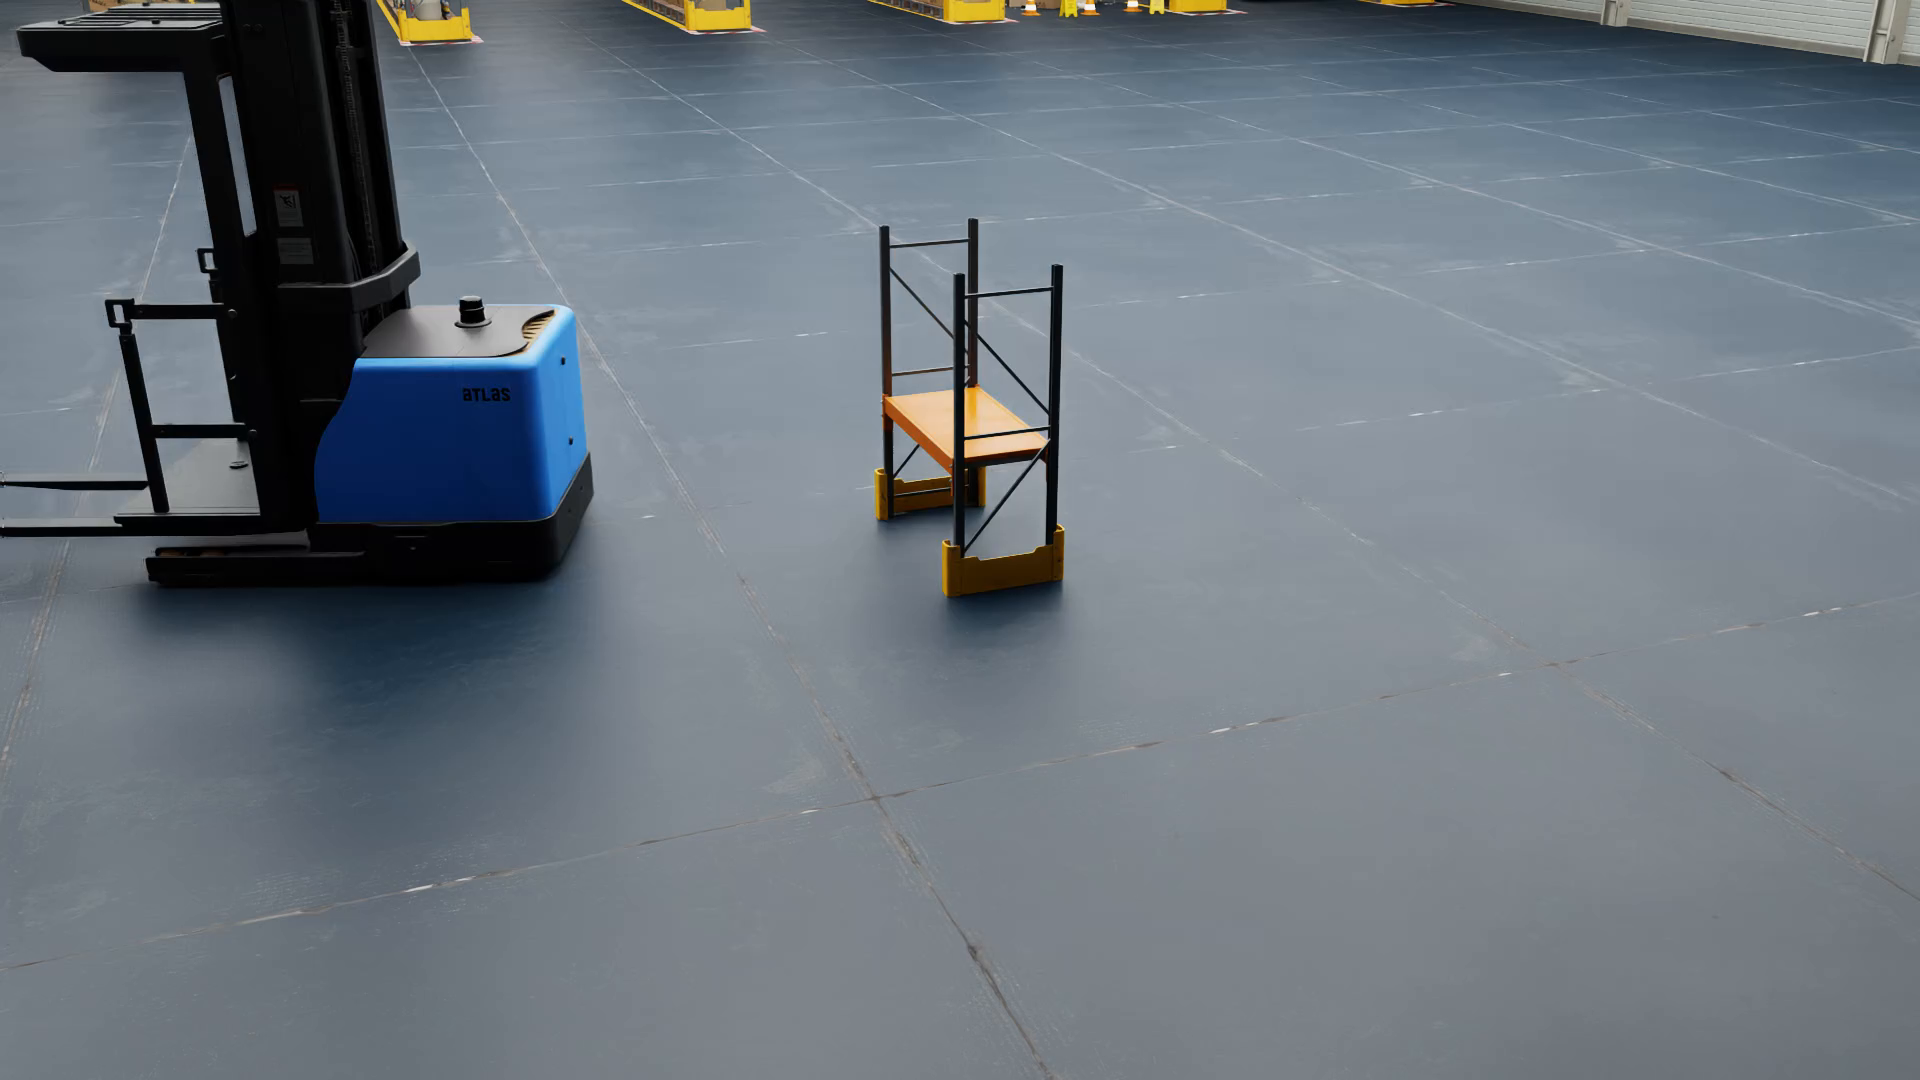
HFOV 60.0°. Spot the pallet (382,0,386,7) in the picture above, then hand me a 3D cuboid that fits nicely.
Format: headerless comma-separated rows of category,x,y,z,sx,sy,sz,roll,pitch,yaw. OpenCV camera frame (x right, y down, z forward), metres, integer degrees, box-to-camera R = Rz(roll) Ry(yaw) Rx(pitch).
pallet,-11.635,-11.418,35.069,1.003,0.211,1.213,-8,24,-19

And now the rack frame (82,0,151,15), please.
rack frame,-13.681,-9.405,26.702,1.000,3.000,0.127,-8,24,-19

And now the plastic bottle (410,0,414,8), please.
plastic bottle,-10.216,-9.940,30.913,0.152,0.276,0.135,-8,24,-19

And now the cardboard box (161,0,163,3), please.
cardboard box,-14.560,-9.808,29.693,0.500,0.500,0.500,-8,24,-19

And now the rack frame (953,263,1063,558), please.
rack frame,0.210,-0.475,7.447,0.500,1.500,0.032,-8,24,-19

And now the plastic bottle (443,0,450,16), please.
plastic bottle,-9.395,-9.730,30.420,0.097,0.271,0.097,0,23,0

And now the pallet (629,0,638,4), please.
pallet,-6.537,-11.658,35.637,1.003,0.211,1.213,-8,24,-19

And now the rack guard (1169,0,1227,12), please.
rack guard,4.832,-10.998,33.700,1.175,0.500,0.348,-8,24,-19

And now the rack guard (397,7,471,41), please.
rack guard,-9.117,-8.952,28.847,1.175,0.500,0.348,-8,24,-19

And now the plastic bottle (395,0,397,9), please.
plastic bottle,-10.617,-10.194,31.516,0.152,0.276,0.135,-7,24,-17

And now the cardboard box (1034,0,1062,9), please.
cardboard box,1.870,-11.263,34.324,0.637,0.503,0.797,12,26,27

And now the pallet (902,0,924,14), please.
pallet,-0.519,-10.844,33.706,1.003,0.211,1.213,-8,24,-19

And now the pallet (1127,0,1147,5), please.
pallet,4.151,-11.608,35.518,1.003,0.211,1.213,-8,24,-19

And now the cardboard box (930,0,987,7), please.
cardboard box,-0.038,-10.858,32.345,0.875,0.875,0.875,-8,24,-19

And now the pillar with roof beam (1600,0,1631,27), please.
pillar with roof beam,8.190,-13.175,27.923,9.100,9.000,0.400,-8,24,-19

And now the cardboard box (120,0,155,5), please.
cardboard box,-13.841,-9.084,27.974,0.500,0.500,0.500,-8,24,-19

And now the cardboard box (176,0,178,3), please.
cardboard box,-15.733,-10.710,32.799,0.500,0.250,0.500,-8,24,-18

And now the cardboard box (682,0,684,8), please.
cardboard box,-5.064,-10.476,31.921,0.500,0.500,0.500,-6,24,-14

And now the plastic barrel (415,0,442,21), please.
plastic barrel,-9.350,-9.359,29.255,0.421,0.512,0.421,0,23,0

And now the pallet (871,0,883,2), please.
pallet,-1.493,-11.845,36.081,1.003,0.211,1.213,-8,24,-19

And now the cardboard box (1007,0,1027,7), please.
cardboard box,1.181,-11.228,34.548,0.396,0.266,0.258,-4,23,-10

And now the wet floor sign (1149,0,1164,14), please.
wet floor sign,3.925,-10.822,33.094,0.267,0.644,0.232,0,23,-1

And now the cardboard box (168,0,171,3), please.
cardboard box,-15.005,-9.965,31.031,0.500,0.250,0.500,-9,24,-20

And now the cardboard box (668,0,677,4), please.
cardboard box,-5.512,-10.900,32.926,0.500,0.500,0.500,-1,23,-2

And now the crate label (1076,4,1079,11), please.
crate label,2.246,-10.784,33.659,0.298,0.136,0.250,18,29,36

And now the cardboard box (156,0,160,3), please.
cardboard box,-14.190,-9.448,28.837,0.500,0.500,0.500,-8,24,-19

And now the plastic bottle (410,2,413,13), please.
plastic bottle,-10.069,-9.751,30.455,0.061,0.283,0.133,-8,24,-19

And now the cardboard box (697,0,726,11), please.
cardboard box,-4.617,-10.034,30.871,0.500,0.500,0.500,-4,23,-9

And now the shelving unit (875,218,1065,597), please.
shelving unit,0.027,-0.663,7.893,0.587,1.500,1.083,-8,24,-19

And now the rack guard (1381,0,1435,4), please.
rack guard,9.509,-11.644,35.233,1.175,0.500,0.348,-8,24,-19

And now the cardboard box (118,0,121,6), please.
cardboard box,-14.516,-9.192,28.231,0.500,0.500,0.500,-8,24,-19

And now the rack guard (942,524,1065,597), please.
rack guard,0.203,0.093,7.706,0.587,0.250,0.087,-8,24,-19

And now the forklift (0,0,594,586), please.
forklift,-3.405,-1.343,7.662,3.031,2.935,1.130,0,23,-1

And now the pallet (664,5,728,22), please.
pallet,-5.120,-10.248,32.292,1.003,0.211,1.213,-8,24,-19

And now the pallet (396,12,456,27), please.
pallet,-9.826,-9.558,30.655,1.003,0.211,1.213,-8,24,-19

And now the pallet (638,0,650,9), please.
pallet,-6.102,-11.214,34.584,1.003,0.211,1.213,-8,24,-19

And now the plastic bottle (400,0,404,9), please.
plastic bottle,-10.163,-9.681,30.288,0.061,0.283,0.133,-8,24,-18

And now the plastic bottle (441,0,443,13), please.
plastic bottle,-9.551,-9.891,30.802,0.097,0.271,0.097,0,23,0

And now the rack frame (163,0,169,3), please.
rack frame,-15.094,-10.858,30.150,1.000,3.000,0.127,-8,24,-19

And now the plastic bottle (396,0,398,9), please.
plastic bottle,-10.496,-10.100,31.195,0.144,0.351,0.185,-9,25,-21

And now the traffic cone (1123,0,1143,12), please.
traffic cone,3.500,-10.933,33.593,0.336,0.463,0.334,-8,24,-19

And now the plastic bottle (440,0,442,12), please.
plastic bottle,-9.623,-9.965,30.976,0.097,0.271,0.097,0,23,0

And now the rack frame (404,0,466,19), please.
rack frame,-9.046,-10.083,28.311,1.000,3.000,0.127,-8,24,-19

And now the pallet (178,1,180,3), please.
pallet,-16.253,-10.722,33.418,1.003,0.211,1.213,-8,24,-19
